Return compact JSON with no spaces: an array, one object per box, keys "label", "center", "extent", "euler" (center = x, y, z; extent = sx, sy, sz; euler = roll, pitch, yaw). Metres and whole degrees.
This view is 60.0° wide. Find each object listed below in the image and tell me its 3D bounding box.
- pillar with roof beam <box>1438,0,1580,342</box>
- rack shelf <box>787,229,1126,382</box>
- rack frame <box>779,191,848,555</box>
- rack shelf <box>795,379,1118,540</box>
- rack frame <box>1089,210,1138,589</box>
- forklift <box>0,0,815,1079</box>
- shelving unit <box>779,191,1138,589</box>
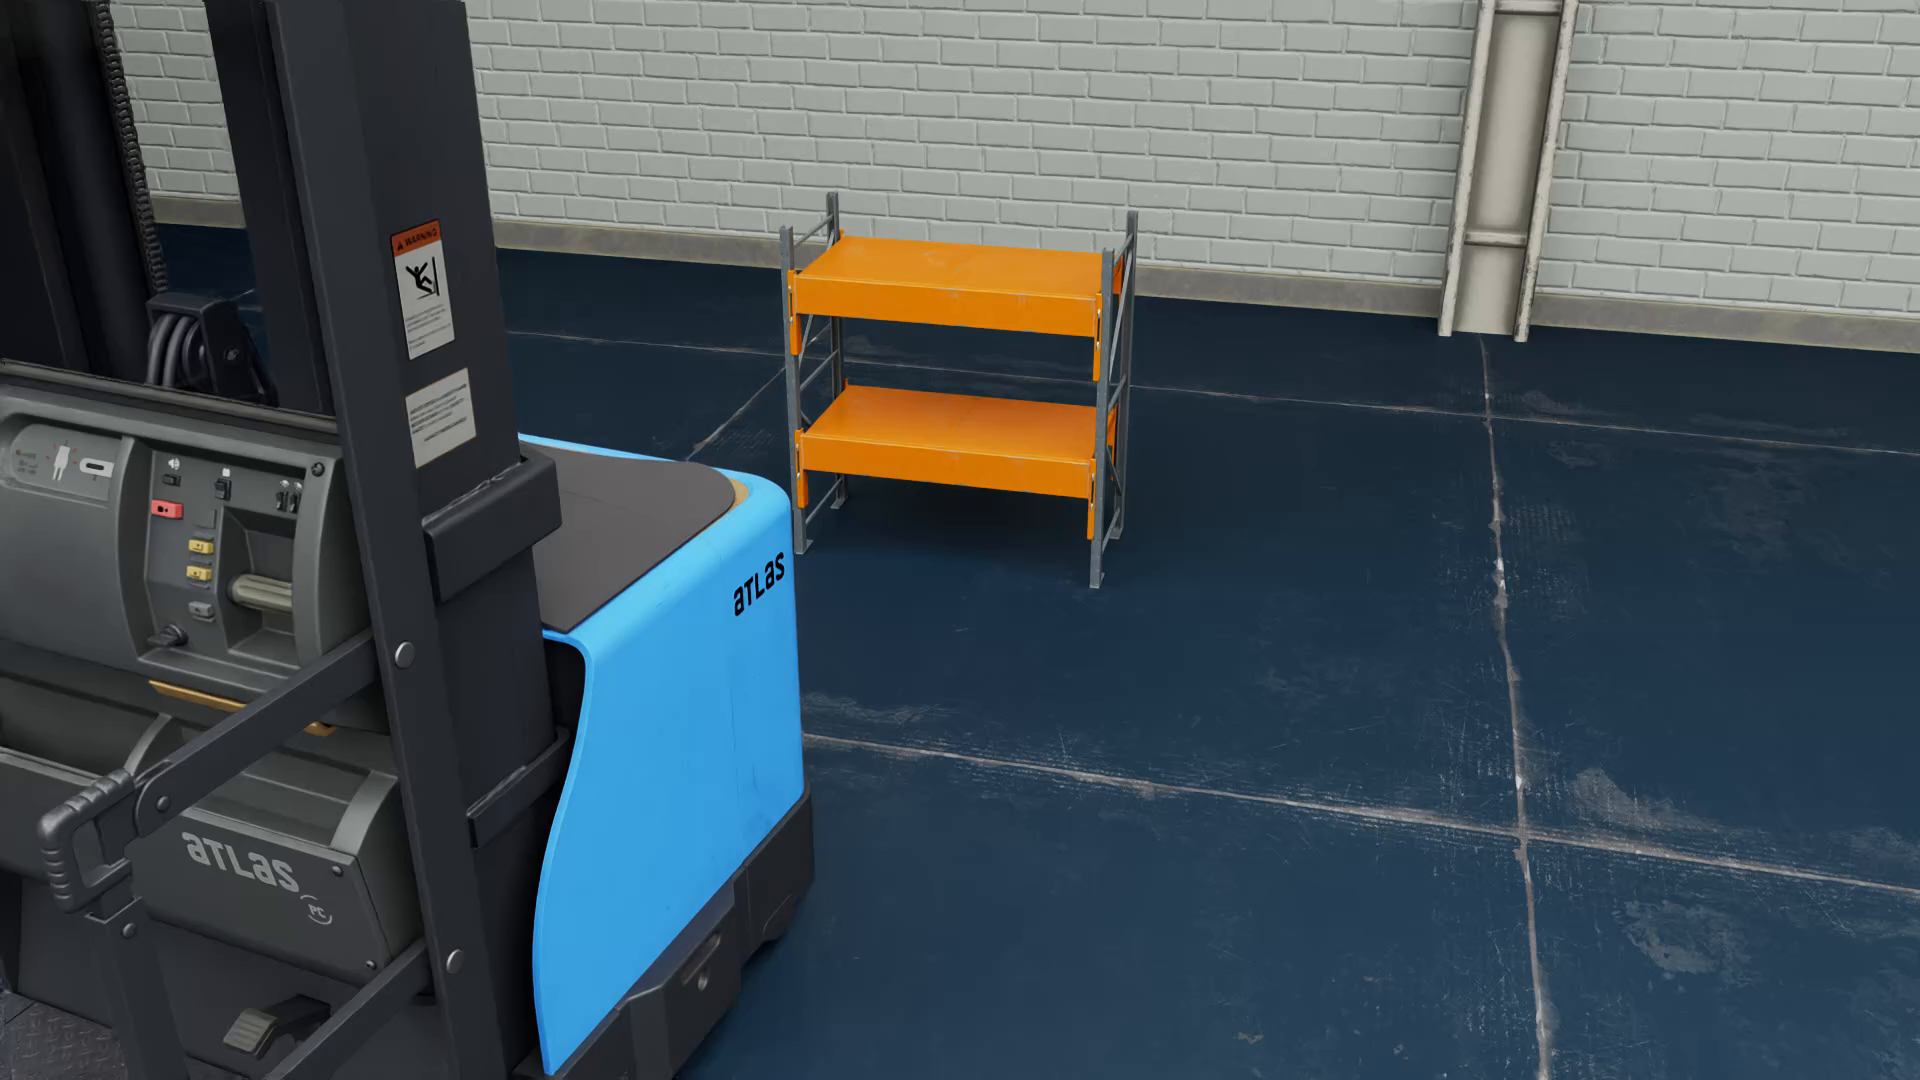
[{"label":"pillar with roof beam","center":[1.388,-3.268,2.145],"extent":[0.400,9.000,9.100],"euler":[6,26,13]},{"label":"rack shelf","center":[0.007,-0.771,5.381],"extent":[1.000,0.278,0.538],"euler":[6,26,13]},{"label":"rack frame","center":[-0.486,-0.562,5.621],"extent":[0.032,1.125,0.500],"euler":[6,26,13]},{"label":"rack shelf","center":[0.007,-0.286,5.612],"extent":[1.000,0.278,0.538],"euler":[6,26,13]},{"label":"rack frame","center":[0.499,-0.453,5.392],"extent":[0.032,1.125,0.500],"euler":[6,26,13]},{"label":"forklift","center":[-1.383,0.018,2.302],"extent":[1.130,2.935,3.031],"euler":[10,27,21]},{"label":"shelving unit","center":[0.007,-0.507,5.507],"extent":[1.048,1.125,0.538],"euler":[6,26,13]}]
